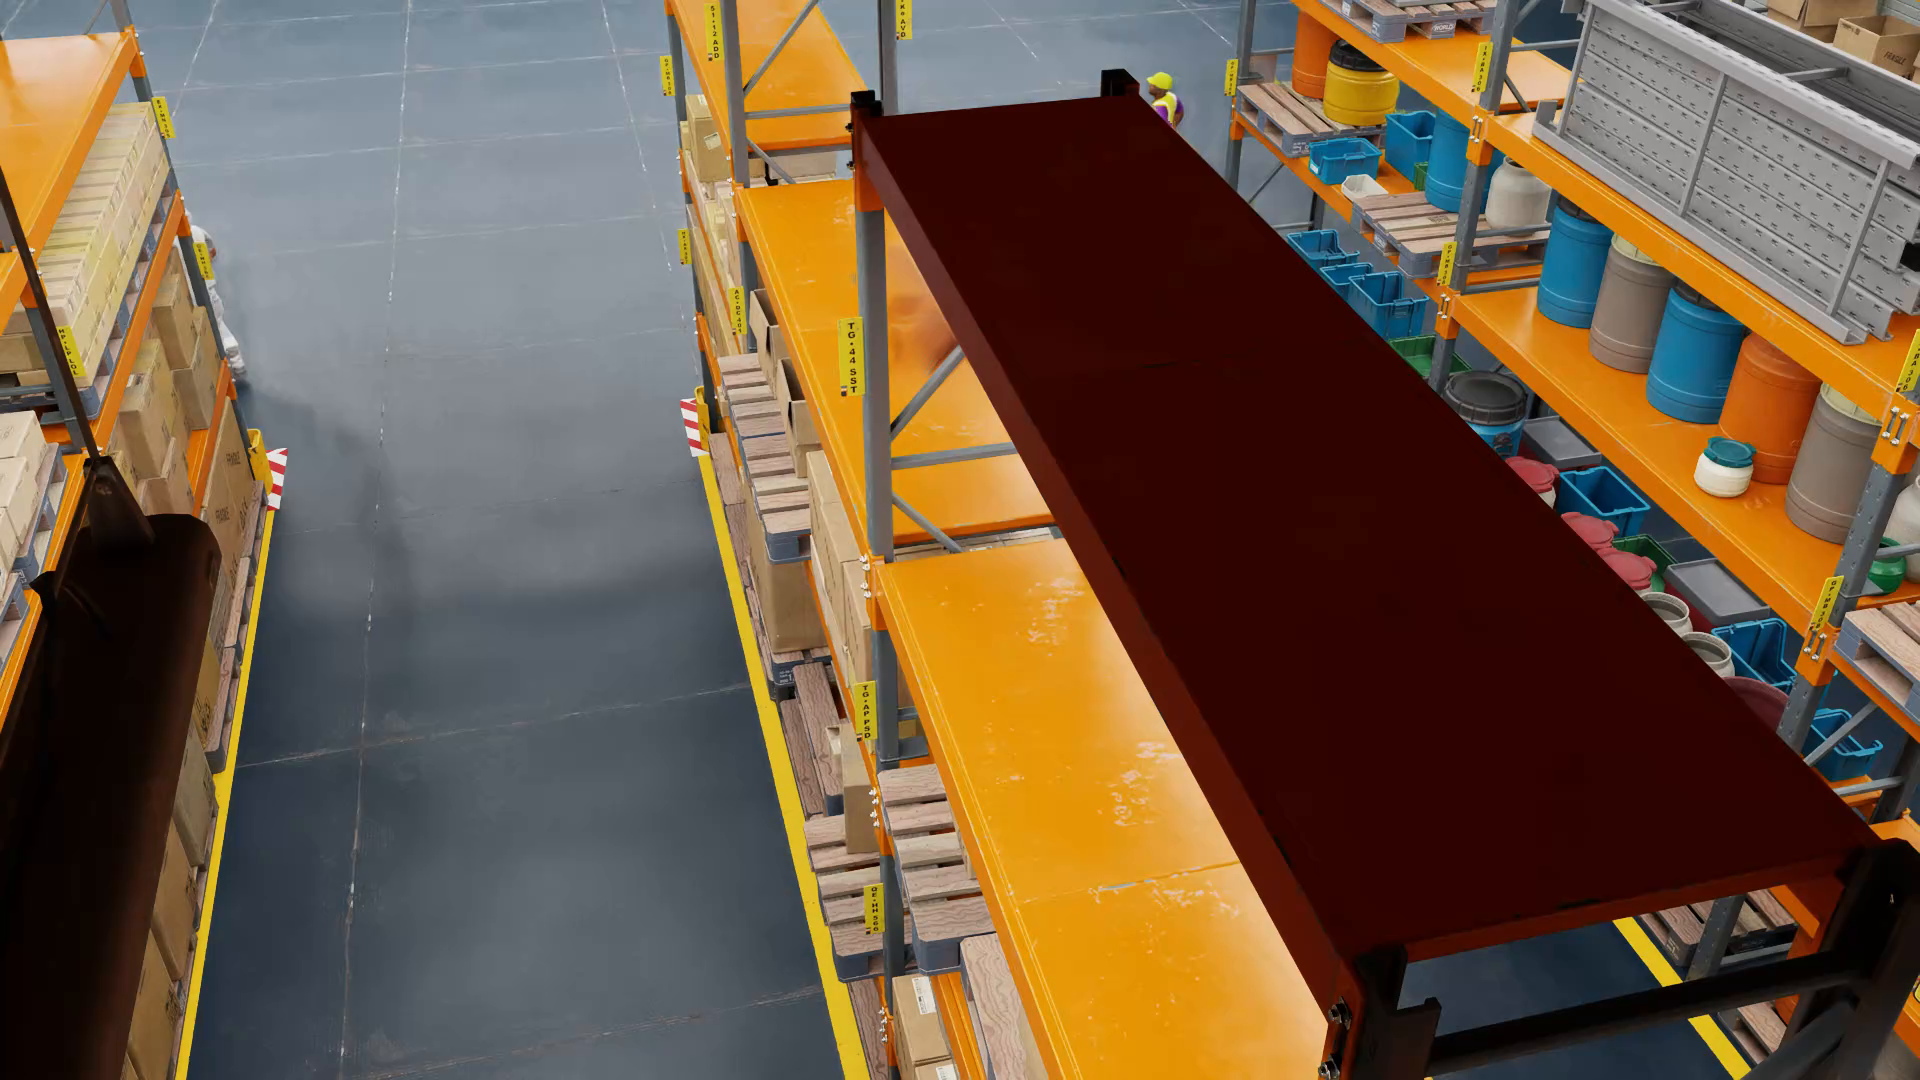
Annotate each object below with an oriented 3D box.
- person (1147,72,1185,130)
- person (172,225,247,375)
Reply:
[{"bbox_3d":[2.241,-4.537,19.170,0.632,1.738,0.700,6,35,9],"label":"person"},{"bbox_3d":[-7.353,-2.360,15.981,0.775,1.864,0.681,23,41,30],"label":"person"}]
